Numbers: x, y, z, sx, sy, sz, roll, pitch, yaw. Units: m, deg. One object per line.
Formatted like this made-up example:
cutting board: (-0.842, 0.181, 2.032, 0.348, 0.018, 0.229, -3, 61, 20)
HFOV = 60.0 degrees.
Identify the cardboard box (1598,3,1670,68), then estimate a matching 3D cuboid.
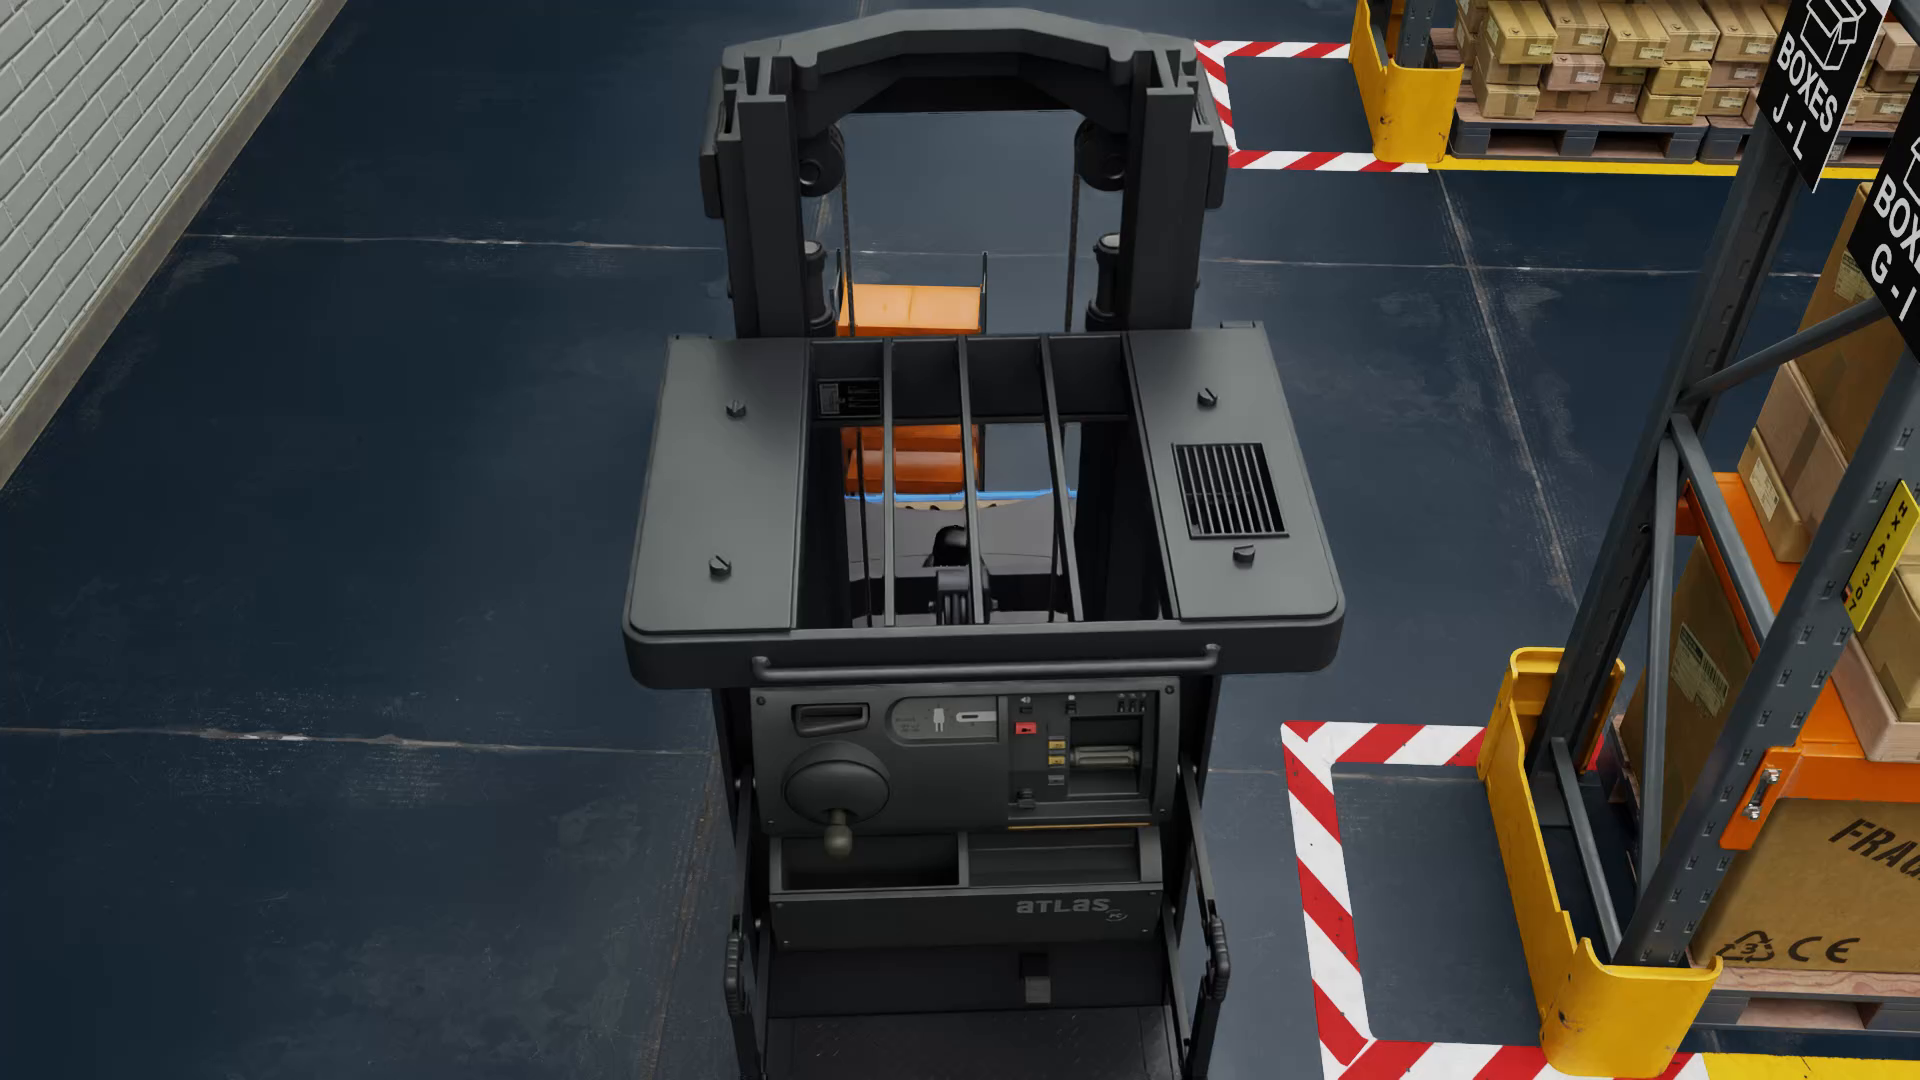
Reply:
cardboard box: (3.225, -2.430, 8.005, 0.250, 0.149, 0.380, 2, 43, 2)

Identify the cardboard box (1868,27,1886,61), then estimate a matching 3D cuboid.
cardboard box: (4.269, -2.482, 8.061, 0.250, 0.149, 0.380, 2, 43, 2)

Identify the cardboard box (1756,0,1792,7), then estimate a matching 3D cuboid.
cardboard box: (4.028, -2.782, 8.383, 0.250, 0.149, 0.380, 0, 43, 0)

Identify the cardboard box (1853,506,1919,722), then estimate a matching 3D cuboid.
cardboard box: (2.333, 0.148, 3.782, 0.500, 0.250, 0.500, 1, 43, 1)

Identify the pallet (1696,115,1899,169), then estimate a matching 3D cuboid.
pallet: (4.292, -2.260, 8.521, 1.213, 0.211, 1.003, 2, 43, 2)

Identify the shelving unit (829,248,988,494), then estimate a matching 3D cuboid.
shelving unit: (-0.165, -0.444, 5.846, 0.503, 1.200, 0.258, 2, 43, 2)

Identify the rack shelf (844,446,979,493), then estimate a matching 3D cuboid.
rack shelf: (-0.165, -0.250, 6.028, 0.480, 0.148, 0.258, 2, 43, 2)

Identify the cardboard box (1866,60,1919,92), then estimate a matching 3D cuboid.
cardboard box: (4.550, -2.348, 8.135, 0.250, 0.149, 0.380, 0, 43, 0)

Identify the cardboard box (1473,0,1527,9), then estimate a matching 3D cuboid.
cardboard box: (2.731, -2.855, 8.461, 0.250, 0.149, 0.380, 2, 43, 2)

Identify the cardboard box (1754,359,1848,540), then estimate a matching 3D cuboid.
cardboard box: (2.362, -0.216, 4.173, 0.500, 0.250, 0.500, 1, 43, 1)

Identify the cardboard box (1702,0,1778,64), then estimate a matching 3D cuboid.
cardboard box: (3.753, -2.464, 8.041, 0.250, 0.149, 0.380, 3, 43, 4)

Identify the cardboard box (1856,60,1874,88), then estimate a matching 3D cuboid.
cardboard box: (4.285, -2.385, 8.174, 0.250, 0.149, 0.380, 4, 43, 4)

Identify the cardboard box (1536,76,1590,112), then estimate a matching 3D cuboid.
cardboard box: (2.964, -2.295, 8.296, 0.250, 0.149, 0.380, 2, 43, 2)

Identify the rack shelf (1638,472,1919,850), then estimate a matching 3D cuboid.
rack shelf: (3.864, 0.328, 4.225, 4.000, 0.370, 1.077, 2, 43, 2)

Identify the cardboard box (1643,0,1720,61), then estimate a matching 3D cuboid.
cardboard box: (3.477, -2.479, 8.057, 0.250, 0.149, 0.380, 0, 43, 0)

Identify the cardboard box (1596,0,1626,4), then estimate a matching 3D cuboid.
cardboard box: (3.243, -2.887, 8.495, 0.250, 0.149, 0.380, 1, 43, 1)

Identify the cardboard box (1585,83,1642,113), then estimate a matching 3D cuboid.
cardboard box: (3.213, -2.292, 8.293, 0.250, 0.149, 0.380, 2, 43, 2)

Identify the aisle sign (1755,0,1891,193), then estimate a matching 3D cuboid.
aisle sign: (1.808, -1.154, 3.381, 0.004, 0.787, 0.394, 2, 43, 2)

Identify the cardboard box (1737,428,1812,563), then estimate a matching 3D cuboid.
cardboard box: (2.237, -0.118, 4.360, 0.250, 0.149, 0.380, 3, 43, 3)

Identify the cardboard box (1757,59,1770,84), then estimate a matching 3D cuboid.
cardboard box: (4.015, -2.400, 8.191, 0.250, 0.149, 0.380, 4, 43, 4)

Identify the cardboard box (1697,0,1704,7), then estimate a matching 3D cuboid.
cardboard box: (3.770, -2.866, 8.472, 0.250, 0.149, 0.380, 3, 43, 3)

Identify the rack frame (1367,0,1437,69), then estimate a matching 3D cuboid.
rack frame: (2.190, -3.371, 7.668, 0.127, 3.000, 1.000, 2, 43, 2)

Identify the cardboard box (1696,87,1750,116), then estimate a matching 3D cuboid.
cardboard box: (3.722, -2.267, 8.266, 0.250, 0.149, 0.380, 2, 43, 2)

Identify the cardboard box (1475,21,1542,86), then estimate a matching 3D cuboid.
cardboard box: (2.702, -2.399, 8.190, 0.250, 0.149, 0.380, 3, 43, 4)

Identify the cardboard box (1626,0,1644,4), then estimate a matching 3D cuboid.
cardboard box: (3.499, -2.836, 8.441, 0.250, 0.149, 0.380, 0, 43, 0)

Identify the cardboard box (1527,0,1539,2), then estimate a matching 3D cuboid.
cardboard box: (2.979, -2.808, 8.411, 0.250, 0.149, 0.380, 3, 43, 3)

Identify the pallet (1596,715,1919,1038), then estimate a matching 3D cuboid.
pallet: (2.668, 0.995, 5.027, 1.213, 0.211, 1.003, 2, 43, 2)

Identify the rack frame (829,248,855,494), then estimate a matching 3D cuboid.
rack frame: (-0.409, -0.452, 5.855, 0.015, 1.200, 0.240, 2, 43, 2)

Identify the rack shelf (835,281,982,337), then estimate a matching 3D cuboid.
rack shelf: (-0.165, -0.732, 5.579, 0.480, 0.148, 0.258, 2, 43, 2)

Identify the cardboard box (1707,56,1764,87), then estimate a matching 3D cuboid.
cardboard box: (3.742, -2.380, 8.169, 0.250, 0.149, 0.380, 0, 43, 0)

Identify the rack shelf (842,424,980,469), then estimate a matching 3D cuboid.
rack shelf: (-0.165, -0.395, 5.892, 0.480, 0.148, 0.258, 2, 43, 2)

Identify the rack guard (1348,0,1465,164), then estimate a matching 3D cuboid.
rack guard: (2.266, -2.454, 8.517, 0.348, 0.500, 1.175, 2, 43, 2)

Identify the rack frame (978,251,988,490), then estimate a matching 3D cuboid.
rack frame: (0.078, -0.437, 5.838, 0.015, 1.200, 0.240, 2, 43, 2)

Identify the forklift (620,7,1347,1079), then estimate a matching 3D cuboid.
forklift: (0.024, 0.573, 3.485, 1.130, 2.935, 3.031, -1, 43, -2)

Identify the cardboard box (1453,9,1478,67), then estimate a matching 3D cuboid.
cardboard box: (2.726, -2.607, 8.631, 0.250, 0.149, 0.380, 2, 43, 3)

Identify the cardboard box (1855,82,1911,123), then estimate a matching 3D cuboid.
cardboard box: (4.488, -2.224, 8.220, 0.250, 0.149, 0.380, 3, 43, 3)

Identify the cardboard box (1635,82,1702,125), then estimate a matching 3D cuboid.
cardboard box: (3.463, -2.209, 8.205, 0.250, 0.149, 0.380, 2, 43, 2)

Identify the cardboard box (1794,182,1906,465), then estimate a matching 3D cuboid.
cardboard box: (2.365, -0.489, 3.916, 0.500, 0.500, 0.500, 2, 43, 2)

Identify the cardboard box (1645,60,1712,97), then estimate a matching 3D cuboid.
cardboard box: (3.473, -2.323, 8.109, 0.250, 0.149, 0.380, 3, 43, 3)

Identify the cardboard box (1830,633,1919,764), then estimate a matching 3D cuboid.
cardboard box: (2.206, 0.331, 3.878, 0.250, 0.149, 0.380, 2, 43, 2)

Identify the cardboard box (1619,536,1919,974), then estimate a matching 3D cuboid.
cardboard box: (2.509, 0.593, 4.664, 0.875, 0.875, 0.875, 2, 43, 2)

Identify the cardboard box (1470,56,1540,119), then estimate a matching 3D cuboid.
cardboard box: (2.699, -2.247, 8.245, 0.250, 0.149, 0.380, 3, 43, 3)

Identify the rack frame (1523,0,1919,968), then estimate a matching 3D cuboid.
rack frame: (1.866, 0.004, 4.046, 0.127, 3.000, 1.000, 2, 43, 2)

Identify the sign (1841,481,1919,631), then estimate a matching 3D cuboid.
sign: (1.835, 0.036, 3.318, 0.005, 0.325, 0.100, 2, 43, 2)

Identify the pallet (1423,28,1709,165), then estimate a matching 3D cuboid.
pallet: (3.076, -2.299, 8.563, 1.213, 0.211, 1.003, 2, 43, 2)

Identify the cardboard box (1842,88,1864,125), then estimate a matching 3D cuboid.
cardboard box: (4.245, -2.209, 8.204, 0.250, 0.149, 0.380, 2, 43, 2)

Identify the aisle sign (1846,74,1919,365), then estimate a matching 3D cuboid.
aisle sign: (1.781, -0.746, 2.942, 0.004, 0.787, 0.394, 2, 43, 2)

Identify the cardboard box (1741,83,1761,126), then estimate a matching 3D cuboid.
cardboard box: (3.967, -2.200, 8.194, 0.250, 0.149, 0.380, 0, 43, 0)

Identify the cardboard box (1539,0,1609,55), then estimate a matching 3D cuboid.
cardboard box: (2.979, -2.525, 8.107, 0.250, 0.149, 0.380, 2, 43, 3)

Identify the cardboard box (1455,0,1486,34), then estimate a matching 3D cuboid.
cardboard box: (2.730, -2.768, 8.586, 0.250, 0.149, 0.380, 1, 43, 1)

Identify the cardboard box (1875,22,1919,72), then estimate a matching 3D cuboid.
cardboard box: (4.513, -2.400, 7.972, 0.250, 0.149, 0.380, 0, 43, 0)

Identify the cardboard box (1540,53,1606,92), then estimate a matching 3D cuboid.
cardboard box: (2.973, -2.352, 8.140, 0.250, 0.149, 0.380, 2, 43, 2)

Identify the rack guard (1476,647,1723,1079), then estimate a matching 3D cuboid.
rack guard: (1.842, 0.917, 4.898, 0.348, 0.500, 1.175, 2, 43, 2)

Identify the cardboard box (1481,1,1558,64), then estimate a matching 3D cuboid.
cardboard box: (2.698, -2.451, 8.028, 0.250, 0.149, 0.380, 0, 43, 0)

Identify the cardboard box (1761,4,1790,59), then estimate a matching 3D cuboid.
cardboard box: (4.014, -2.425, 7.999, 0.250, 0.149, 0.380, 2, 43, 3)

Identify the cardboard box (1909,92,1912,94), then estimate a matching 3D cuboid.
cardboard box: (4.745, -2.170, 8.162, 0.250, 0.149, 0.380, 2, 43, 2)

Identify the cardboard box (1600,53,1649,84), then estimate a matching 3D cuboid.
cardboard box: (3.222, -2.405, 8.196, 0.250, 0.149, 0.380, 2, 43, 2)

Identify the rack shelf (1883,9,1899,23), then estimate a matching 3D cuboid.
rack shelf: (3.864, -0.769, 3.202, 4.000, 0.370, 1.077, 2, 43, 2)
